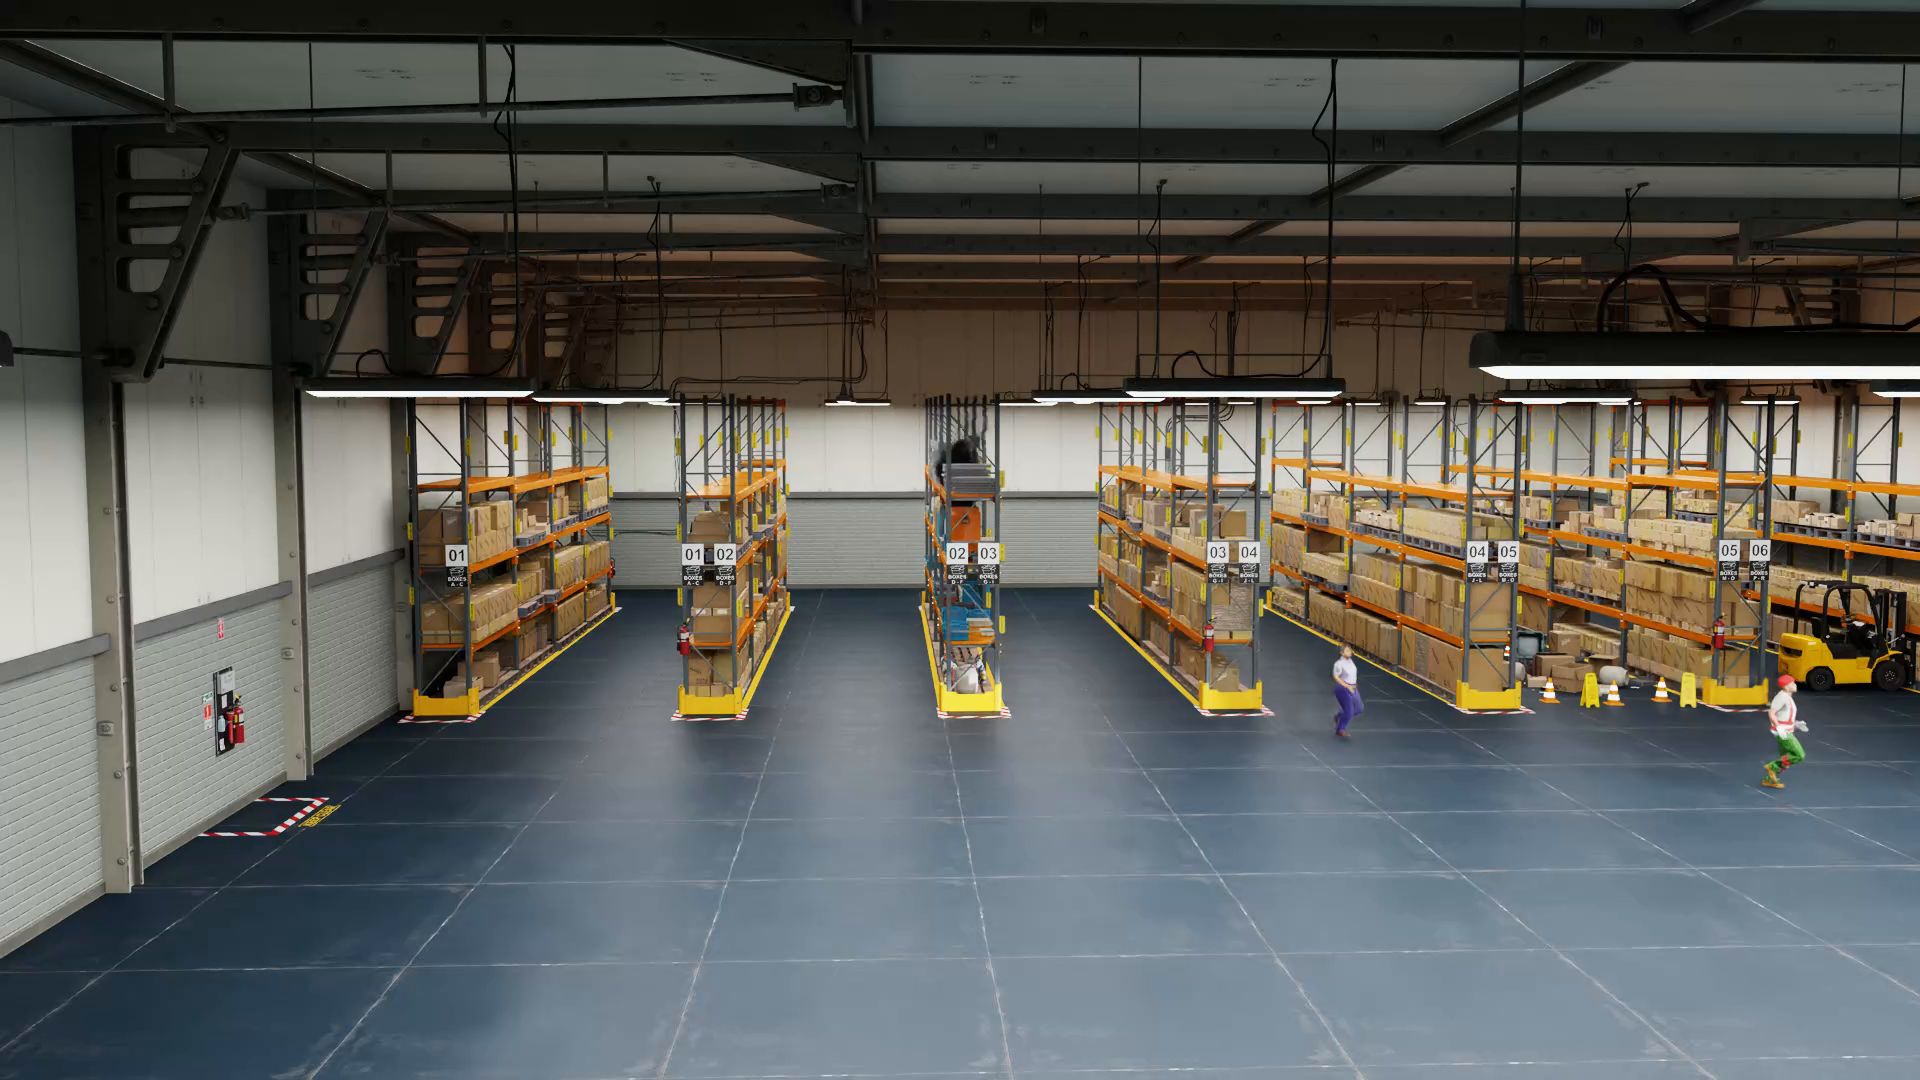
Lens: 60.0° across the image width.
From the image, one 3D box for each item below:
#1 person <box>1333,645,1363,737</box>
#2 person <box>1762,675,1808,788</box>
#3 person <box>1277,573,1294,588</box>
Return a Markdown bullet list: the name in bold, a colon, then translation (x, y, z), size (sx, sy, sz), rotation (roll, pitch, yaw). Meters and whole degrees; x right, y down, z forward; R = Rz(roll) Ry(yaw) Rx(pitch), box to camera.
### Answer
- **person**: translation (6.753, 2.634, 29.069), size (0.517, 1.613, 0.611), rotation (4, 6, 40)
- **person**: translation (12.435, 2.887, 25.036), size (0.590, 1.719, 0.608), rotation (3, 5, 30)
- **person**: translation (9.653, 1.054, 49.054), size (0.518, 1.634, 0.626), rotation (-1, 5, -8)
